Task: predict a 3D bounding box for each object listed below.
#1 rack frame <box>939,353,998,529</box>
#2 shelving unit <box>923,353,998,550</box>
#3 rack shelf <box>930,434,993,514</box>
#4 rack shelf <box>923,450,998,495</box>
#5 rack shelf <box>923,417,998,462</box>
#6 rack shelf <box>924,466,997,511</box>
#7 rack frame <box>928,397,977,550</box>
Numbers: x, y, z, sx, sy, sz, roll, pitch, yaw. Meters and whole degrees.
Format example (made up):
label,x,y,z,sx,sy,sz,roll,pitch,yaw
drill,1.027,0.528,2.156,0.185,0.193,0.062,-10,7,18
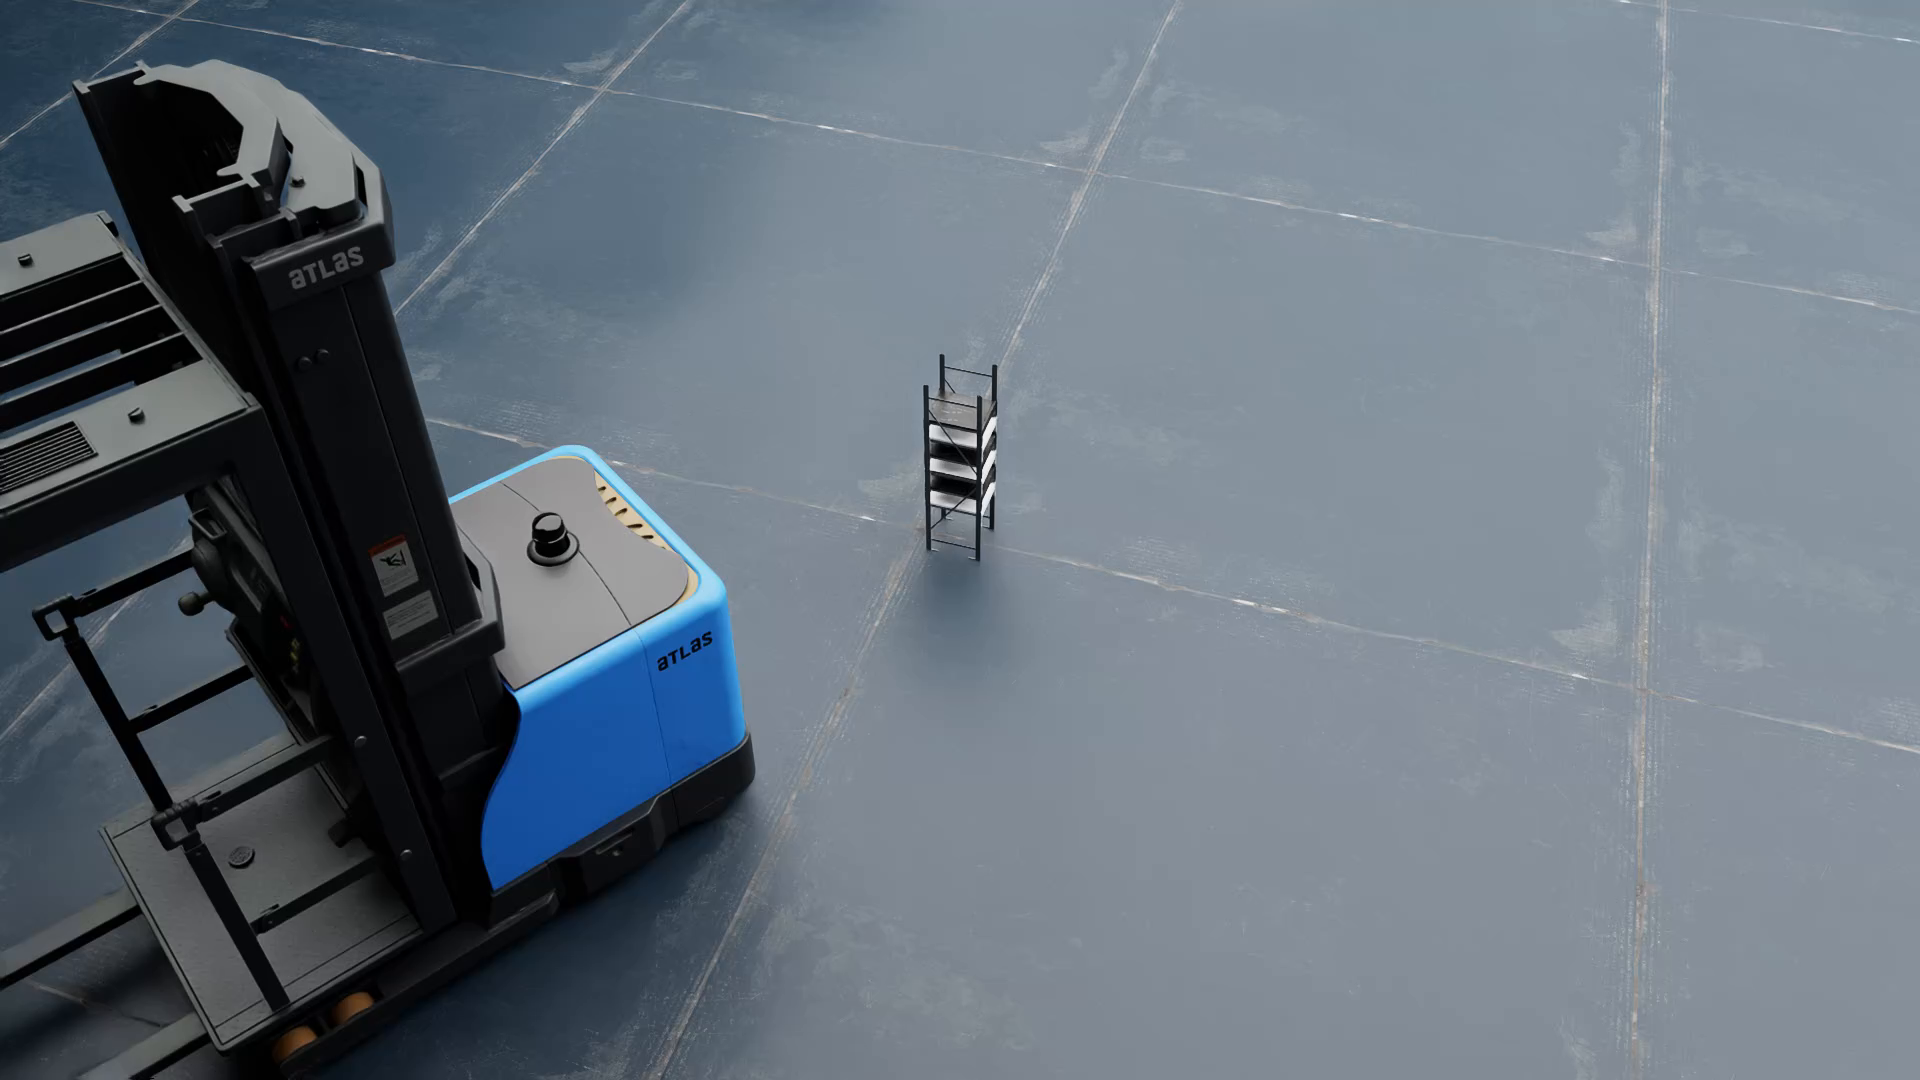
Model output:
label,x,y,z,sx,sy,sz,roll,pitch,yaw
rack frame,0.033,-0.395,6.909,0.240,0.900,0.006,13,46,12
shelving unit,0.003,-0.328,6.840,0.258,0.900,0.208,13,46,12
rack shelf,0.002,-0.291,6.875,0.221,0.281,0.190,13,46,12
rack shelf,0.002,-0.303,6.863,0.258,0.077,0.200,13,46,12
rack shelf,0.002,-0.432,6.737,0.258,0.077,0.200,13,46,12
rack shelf,0.002,-0.239,6.926,0.258,0.077,0.200,13,46,12
rack frame,-0.028,-0.259,6.770,0.228,0.785,0.003,13,46,12
